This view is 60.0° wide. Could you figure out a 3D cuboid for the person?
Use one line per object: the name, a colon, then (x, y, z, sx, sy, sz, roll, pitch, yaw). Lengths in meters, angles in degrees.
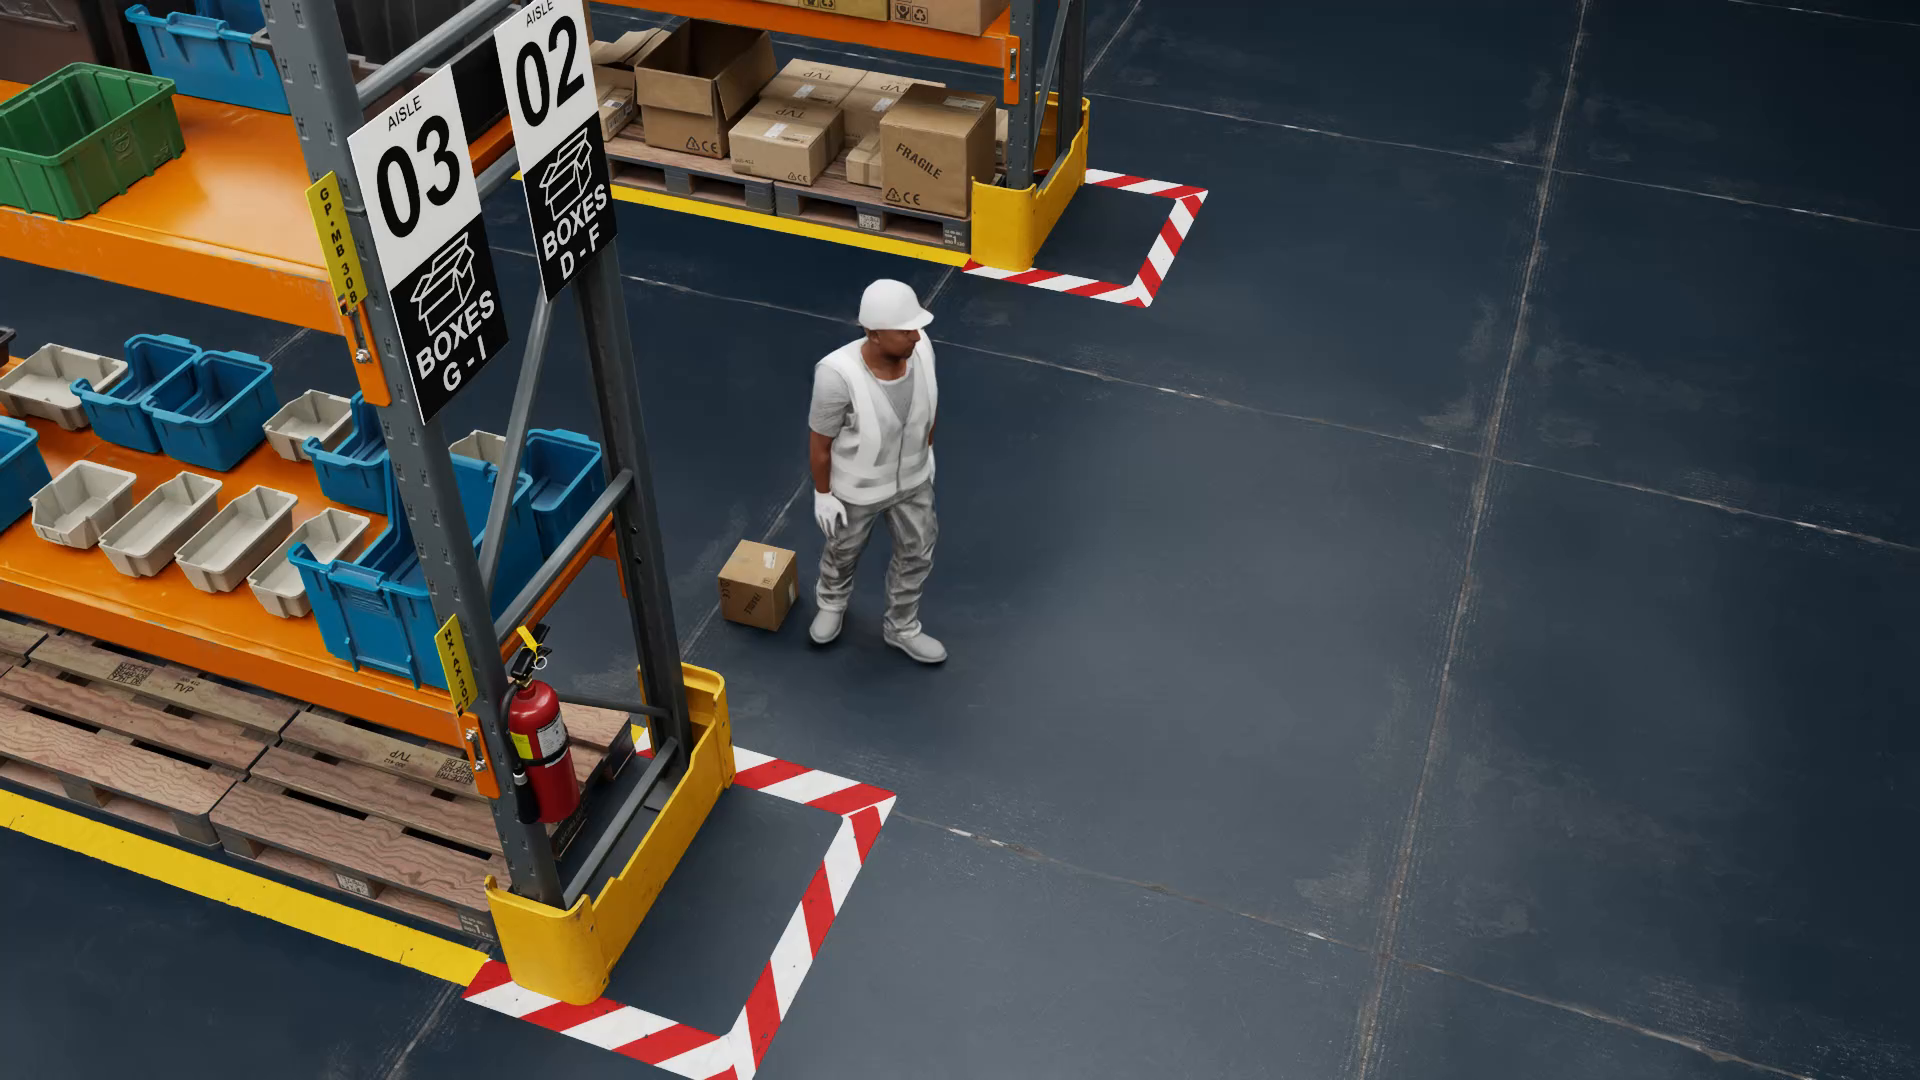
person: (-0.334, -0.261, 6.445, 0.582, 1.777, 0.578, -24, 46, -25)
